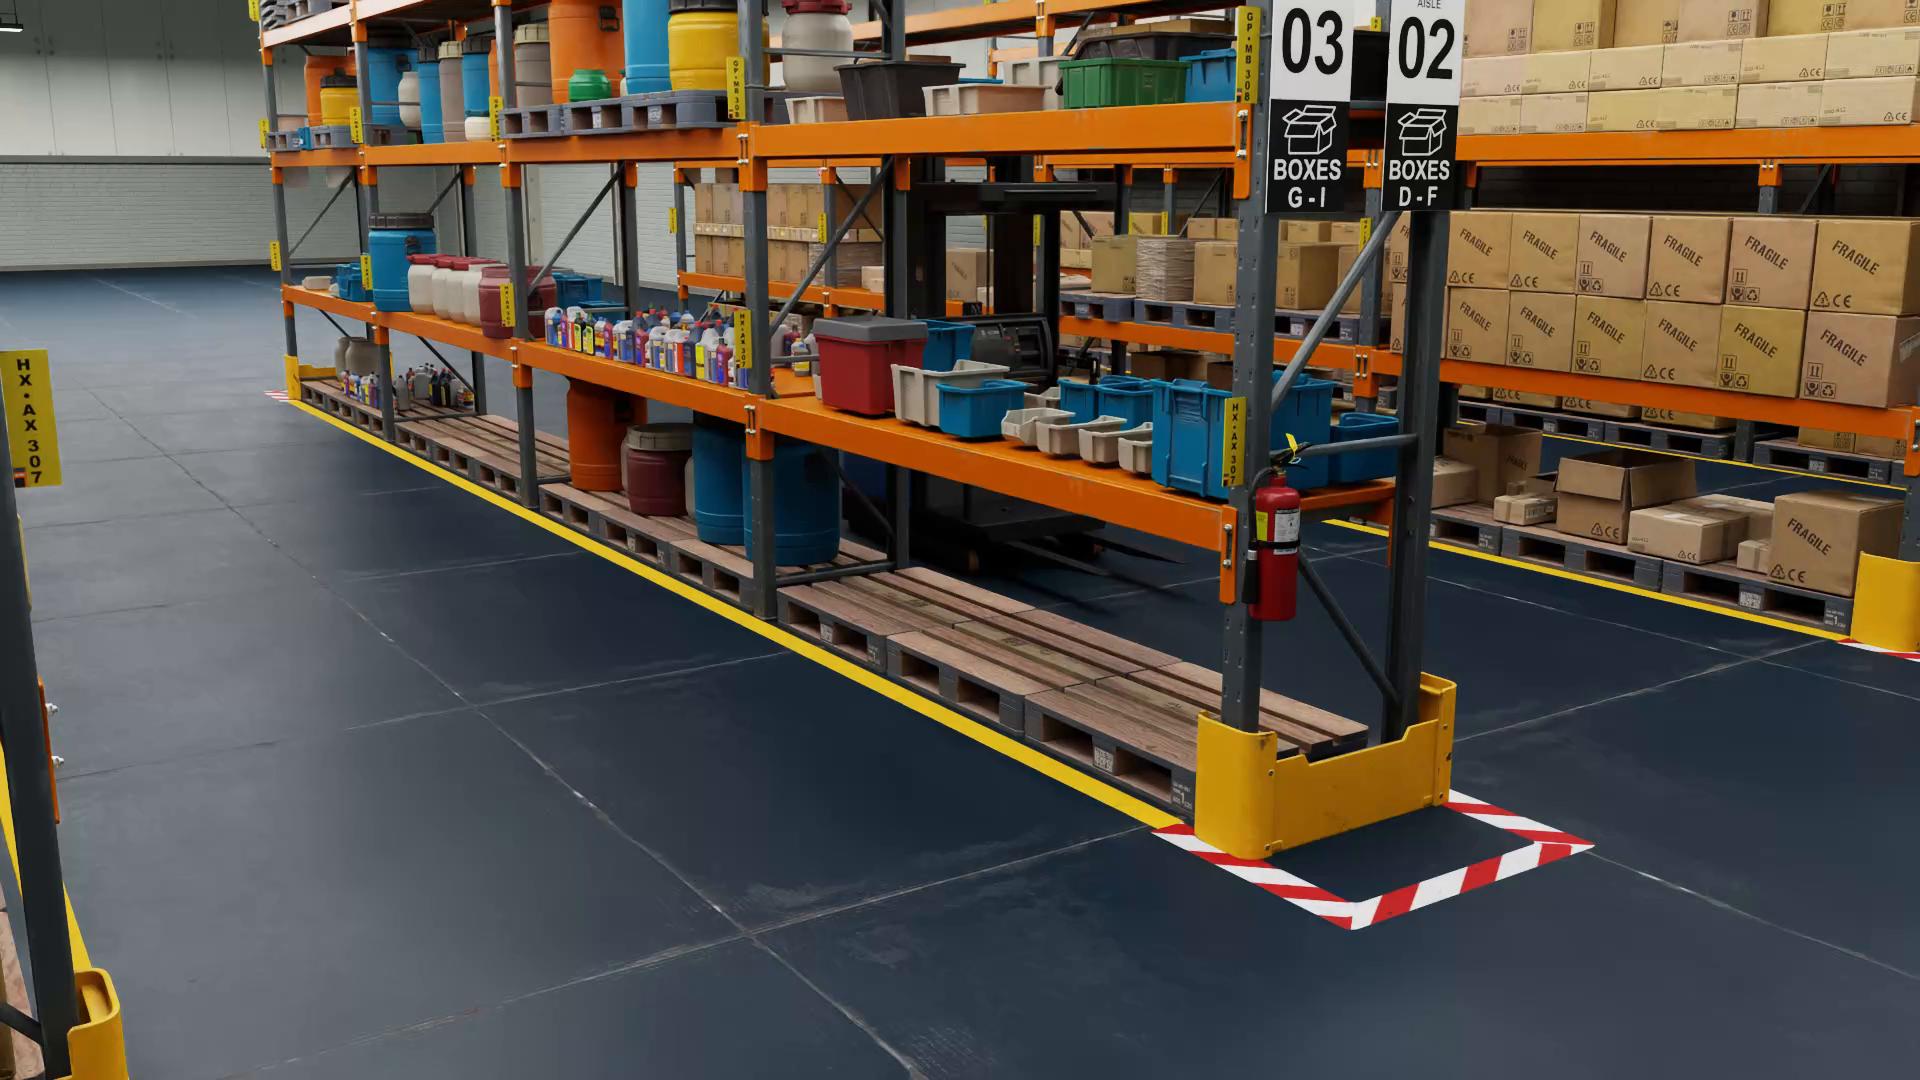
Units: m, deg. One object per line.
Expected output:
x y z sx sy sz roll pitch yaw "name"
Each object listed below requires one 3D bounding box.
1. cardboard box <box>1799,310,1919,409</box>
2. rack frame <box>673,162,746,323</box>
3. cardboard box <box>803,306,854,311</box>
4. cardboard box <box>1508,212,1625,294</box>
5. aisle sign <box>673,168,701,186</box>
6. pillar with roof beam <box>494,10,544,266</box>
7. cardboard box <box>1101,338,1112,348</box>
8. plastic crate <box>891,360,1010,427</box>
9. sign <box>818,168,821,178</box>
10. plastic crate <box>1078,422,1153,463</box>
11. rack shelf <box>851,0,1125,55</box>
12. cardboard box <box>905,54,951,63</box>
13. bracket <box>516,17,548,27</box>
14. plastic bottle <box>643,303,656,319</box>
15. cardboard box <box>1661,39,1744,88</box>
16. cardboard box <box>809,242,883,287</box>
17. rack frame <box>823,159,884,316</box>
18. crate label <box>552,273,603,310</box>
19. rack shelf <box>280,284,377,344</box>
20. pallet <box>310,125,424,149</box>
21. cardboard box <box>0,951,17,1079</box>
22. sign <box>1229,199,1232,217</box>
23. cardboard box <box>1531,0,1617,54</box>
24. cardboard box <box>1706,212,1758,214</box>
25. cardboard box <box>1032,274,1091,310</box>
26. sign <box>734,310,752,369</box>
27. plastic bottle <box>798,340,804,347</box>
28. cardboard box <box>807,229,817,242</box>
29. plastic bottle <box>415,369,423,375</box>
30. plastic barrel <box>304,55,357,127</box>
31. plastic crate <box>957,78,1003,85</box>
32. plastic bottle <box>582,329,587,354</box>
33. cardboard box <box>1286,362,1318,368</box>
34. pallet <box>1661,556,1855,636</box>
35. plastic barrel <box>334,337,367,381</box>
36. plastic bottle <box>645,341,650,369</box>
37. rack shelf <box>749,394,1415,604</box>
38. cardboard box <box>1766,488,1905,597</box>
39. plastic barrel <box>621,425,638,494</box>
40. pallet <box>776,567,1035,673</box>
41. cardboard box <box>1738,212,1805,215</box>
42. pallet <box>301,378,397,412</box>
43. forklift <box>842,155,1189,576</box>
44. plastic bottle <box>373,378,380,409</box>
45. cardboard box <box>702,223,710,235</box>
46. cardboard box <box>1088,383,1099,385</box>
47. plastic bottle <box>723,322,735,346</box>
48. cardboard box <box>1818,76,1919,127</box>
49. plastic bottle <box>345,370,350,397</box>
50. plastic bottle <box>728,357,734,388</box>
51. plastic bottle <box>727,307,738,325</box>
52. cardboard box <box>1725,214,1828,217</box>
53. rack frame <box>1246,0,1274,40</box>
5.106 -1.029 9.313 0.500 0.500 0.500 -8 14 -31 "cardboard box"
-3.284 -3.779 22.119 1.000 3.000 0.127 -8 15 -33 "rack frame"
-1.619 -2.593 20.395 0.500 0.500 0.500 -8 15 -33 "cardboard box"
3.962 -1.881 10.869 0.500 0.500 0.500 -9 15 -34 "cardboard box"
-3.576 -5.024 21.729 0.394 0.787 0.004 -8 15 -33 "aisle sign"
-14.936 -11.033 41.250 9.100 9.000 0.548 -8 15 -33 "pillar with roof beam"
2.184 -2.763 23.119 0.380 0.149 0.250 -10 16 -37 "cardboard box"
-0.069 -0.737 8.347 0.437 0.282 0.530 -8 15 -33 "plastic crate"
-2.638 -7.000 31.425 0.001 0.298 0.199 -8 15 -33 "sign"
0.704 -0.425 7.259 0.396 0.136 0.243 -8 15 -33 "plastic crate"
0.040 -5.095 16.718 1.077 0.370 4.000 -8 15 -33 "rack shelf"
-0.424 -4.818 17.463 0.500 0.500 0.500 -6 14 -27 "cardboard box"
-9.990 -12.727 40.570 0.076 0.066 4.783 -8 15 -33 "bracket"
-2.398 -1.692 12.849 0.061 0.283 0.133 -8 15 -33 "plastic bottle"
4.532 -2.809 9.844 0.500 0.250 0.500 -8 15 -33 "cardboard box"
-1.319 -3.194 19.213 0.700 0.500 0.500 -9 15 -34 "cardboard box"
-1.068 -3.067 18.866 1.000 3.000 0.127 -8 15 -33 "rack frame"
-3.303 -1.996 13.886 0.502 0.435 0.616 -8 15 -33 "crate label"
-6.302 -2.486 17.891 1.077 0.370 4.000 -8 15 -33 "rack shelf"
-5.675 -3.971 16.422 1.213 0.211 1.003 -8 15 -33 "pallet"
-3.090 0.967 4.407 0.875 0.875 0.875 -8 15 -33 "cardboard box"
3.514 -4.286 21.730 0.100 0.325 0.005 -8 15 -33 "sign"
4.107 -3.371 10.660 0.700 0.500 0.500 -8 15 -33 "cardboard box"
7.014 -2.854 15.161 0.500 0.250 0.500 -8 14 -31 "cardboard box"
0.983 -2.382 15.942 0.500 0.311 0.500 -7 14 -29 "cardboard box"
-1.220 -1.129 9.356 0.100 0.325 0.005 -8 15 -33 "sign"
-0.999 -1.195 10.772 0.097 0.201 0.097 0 12 0 "plastic bottle"
-1.532 -3.500 19.093 0.380 0.149 0.250 -8 15 -34 "cardboard box"
-5.834 -1.730 18.096 0.152 0.276 0.135 -9 15 -34 "plastic bottle"
-7.035 -5.002 18.703 0.600 0.830 0.708 -8 15 -33 "plastic barrel"
0.009 -2.318 8.812 0.416 0.233 0.300 -8 15 -33 "plastic crate"
-2.635 -1.428 11.835 0.097 0.201 0.097 0 12 0 "plastic bottle"
4.340 -2.249 19.945 0.700 0.500 0.500 -8 15 -33 "cardboard box"
5.096 0.274 10.114 1.003 0.211 1.213 -8 15 -33 "pallet"
-6.982 -2.075 19.168 0.421 0.512 0.421 0 12 0 "plastic barrel"
-2.021 -1.231 10.933 0.097 0.201 0.097 0 12 0 "plastic bottle"
0.347 -0.352 8.132 1.077 0.370 4.000 -8 15 -33 "rack shelf"
5.074 0.006 9.636 0.500 0.500 0.500 -8 15 -33 "cardboard box"
-2.305 -0.585 12.356 0.421 0.512 0.421 0 12 0 "plastic barrel"
-0.322 0.430 9.403 1.003 0.211 1.213 -8 15 -33 "pallet"
7.448 -2.914 15.435 0.500 0.250 0.500 -8 14 -31 "cardboard box"
-6.883 -1.678 19.039 1.003 0.211 1.213 -8 15 -33 "pallet"
0.331 -1.317 11.024 1.130 2.935 3.031 -8 14 -31 "forklift"
-5.897 -1.517 16.948 0.144 0.351 0.185 -9 15 -36 "plastic bottle"
-3.098 -4.002 21.390 0.380 0.149 0.250 -9 15 -34 "cardboard box"
1.457 -1.142 14.885 0.500 0.500 0.500 -9 15 -35 "cardboard box"
-1.423 -1.176 10.336 0.144 0.351 0.185 -8 15 -33 "plastic bottle"
5.076 -2.385 9.078 0.500 0.250 0.500 -8 15 -33 "cardboard box"
-6.555 -1.679 17.847 0.061 0.283 0.133 -8 15 -32 "plastic bottle"
-1.336 -1.011 9.928 0.097 0.201 0.097 0 12 0 "plastic bottle"
-1.535 -1.432 11.502 0.144 0.351 0.185 -8 15 -33 "plastic bottle"
4.985 -1.762 10.324 0.500 0.500 0.500 -8 15 -32 "cardboard box"
1.455 -3.278 5.788 1.000 3.000 0.127 -8 15 -33 "rack frame"
